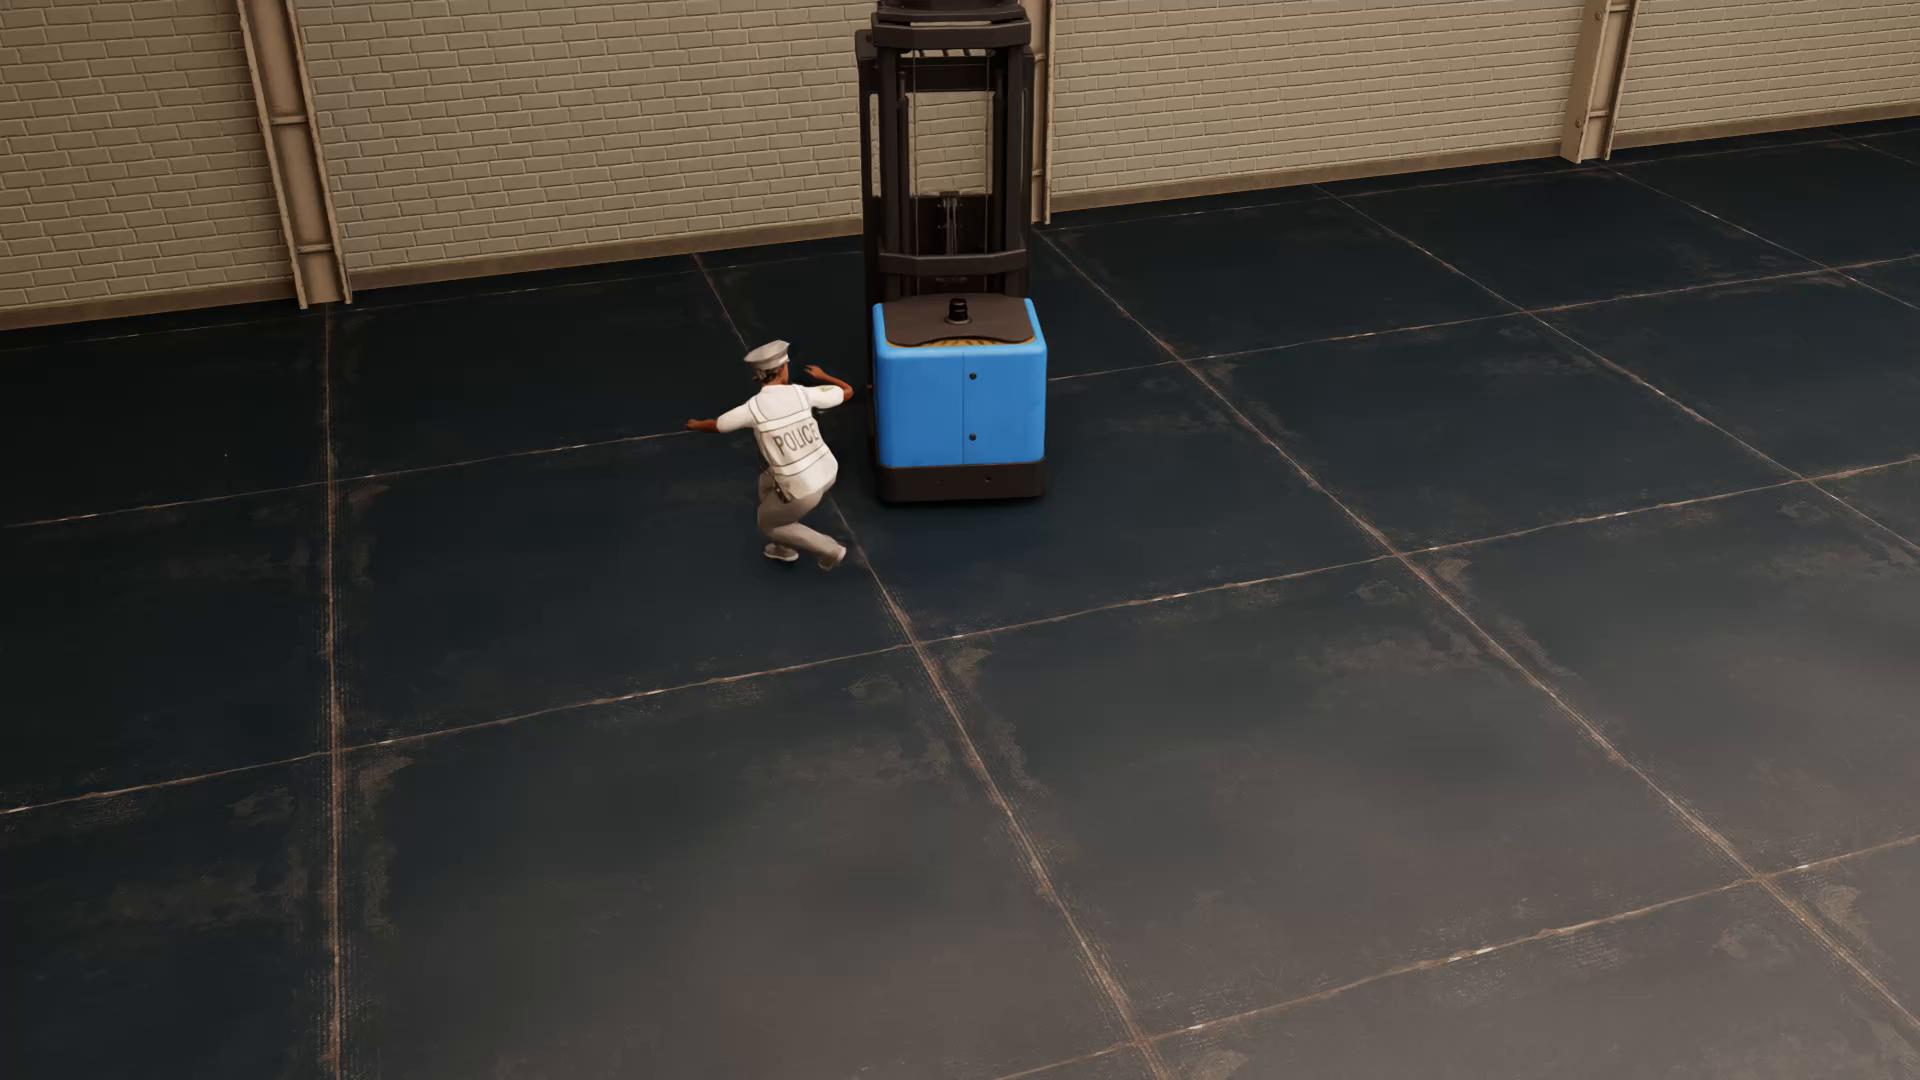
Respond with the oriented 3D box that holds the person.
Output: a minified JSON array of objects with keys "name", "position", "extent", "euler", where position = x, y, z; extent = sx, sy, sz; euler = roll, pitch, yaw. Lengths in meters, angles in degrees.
[{"name":"person","position":[-1.052,-0.503,9.500],"extent":[1.018,1.406,0.724],"euler":[21,36,32]}]

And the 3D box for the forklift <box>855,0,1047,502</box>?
[{"name":"forklift","position":[-0.104,-2.210,10.928],"extent":[1.130,2.935,3.031],"euler":[-2,30,-4]}]
